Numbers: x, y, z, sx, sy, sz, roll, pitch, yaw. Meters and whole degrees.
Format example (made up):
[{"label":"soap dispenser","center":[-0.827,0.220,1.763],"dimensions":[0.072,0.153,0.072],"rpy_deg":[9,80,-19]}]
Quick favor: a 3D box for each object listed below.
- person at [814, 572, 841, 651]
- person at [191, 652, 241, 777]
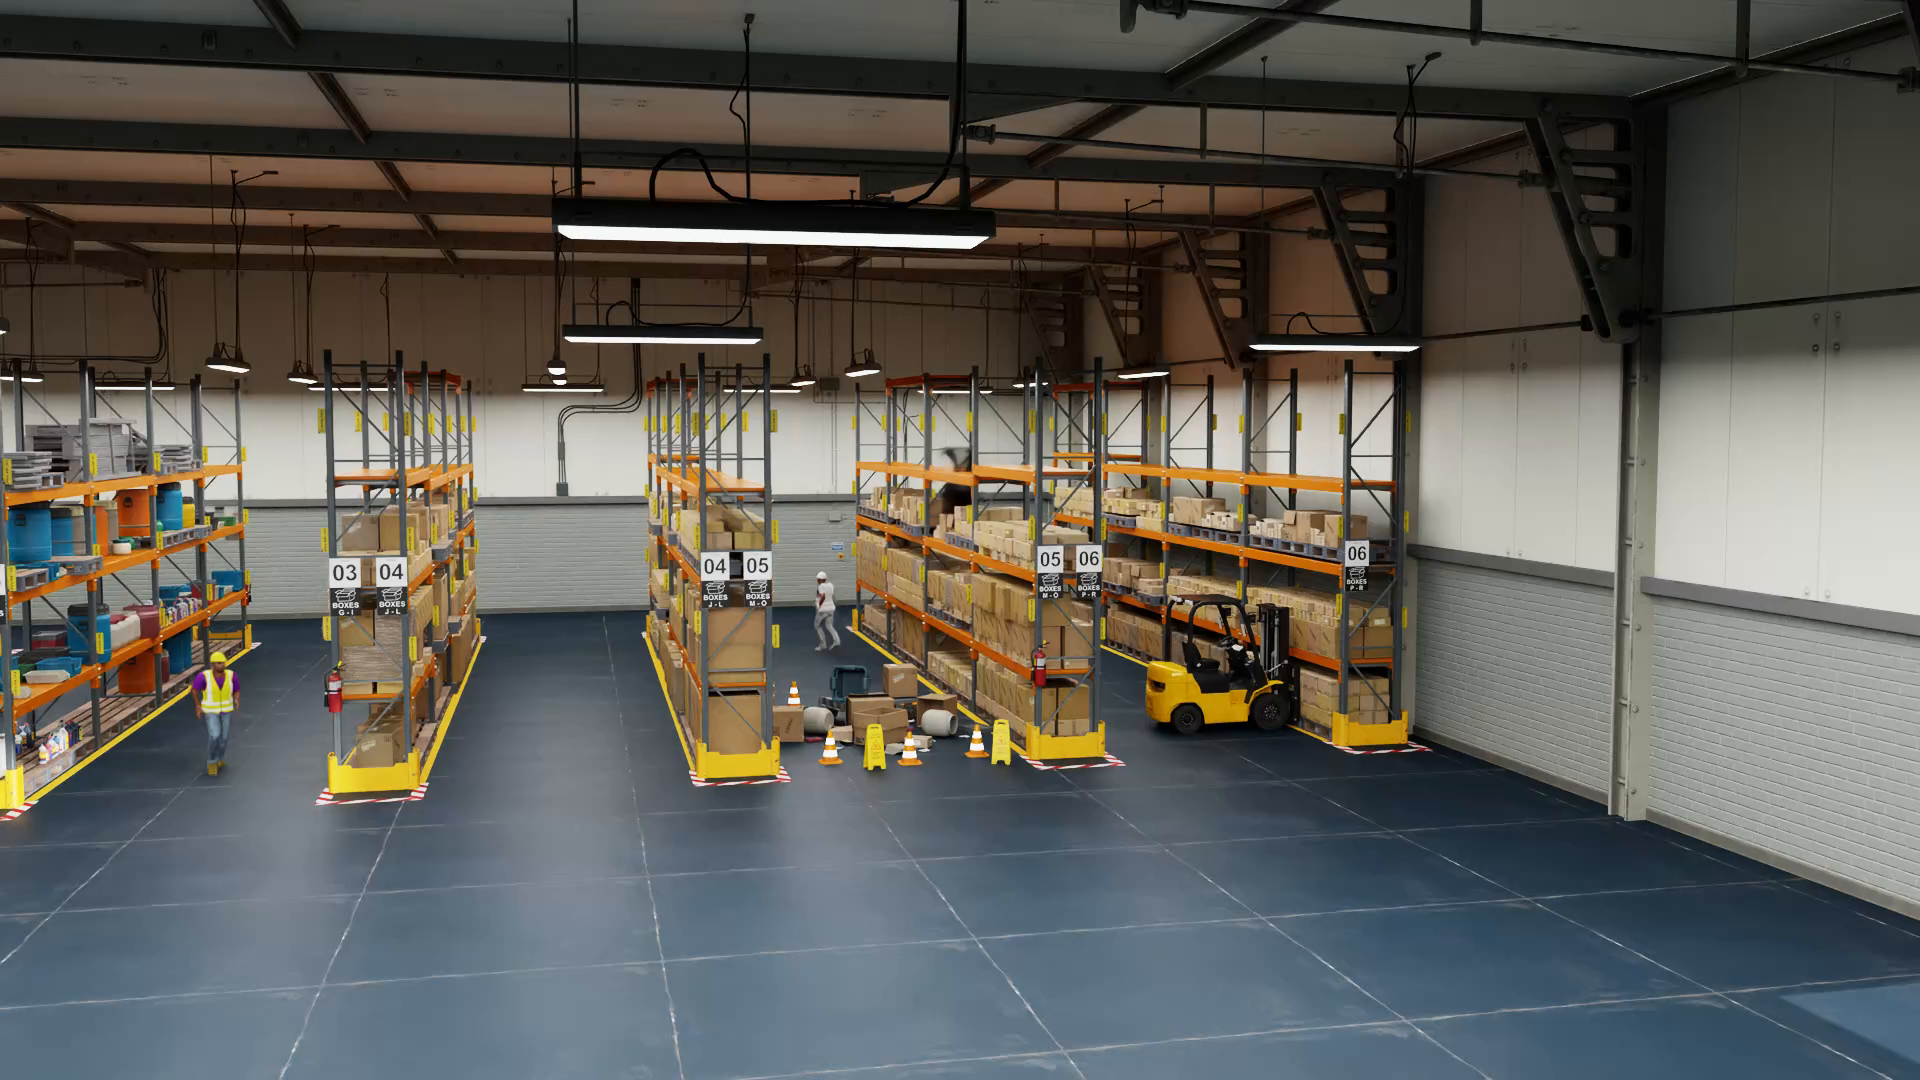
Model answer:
[{"label":"person","center":[-2.872,1.577,36.496],"dimensions":[0.860,1.752,0.643],"rpy_deg":[4,5,42]},{"label":"person","center":[-10.618,2.493,23.811],"dimensions":[0.615,1.799,0.819],"rpy_deg":[-4,5,-42]}]
